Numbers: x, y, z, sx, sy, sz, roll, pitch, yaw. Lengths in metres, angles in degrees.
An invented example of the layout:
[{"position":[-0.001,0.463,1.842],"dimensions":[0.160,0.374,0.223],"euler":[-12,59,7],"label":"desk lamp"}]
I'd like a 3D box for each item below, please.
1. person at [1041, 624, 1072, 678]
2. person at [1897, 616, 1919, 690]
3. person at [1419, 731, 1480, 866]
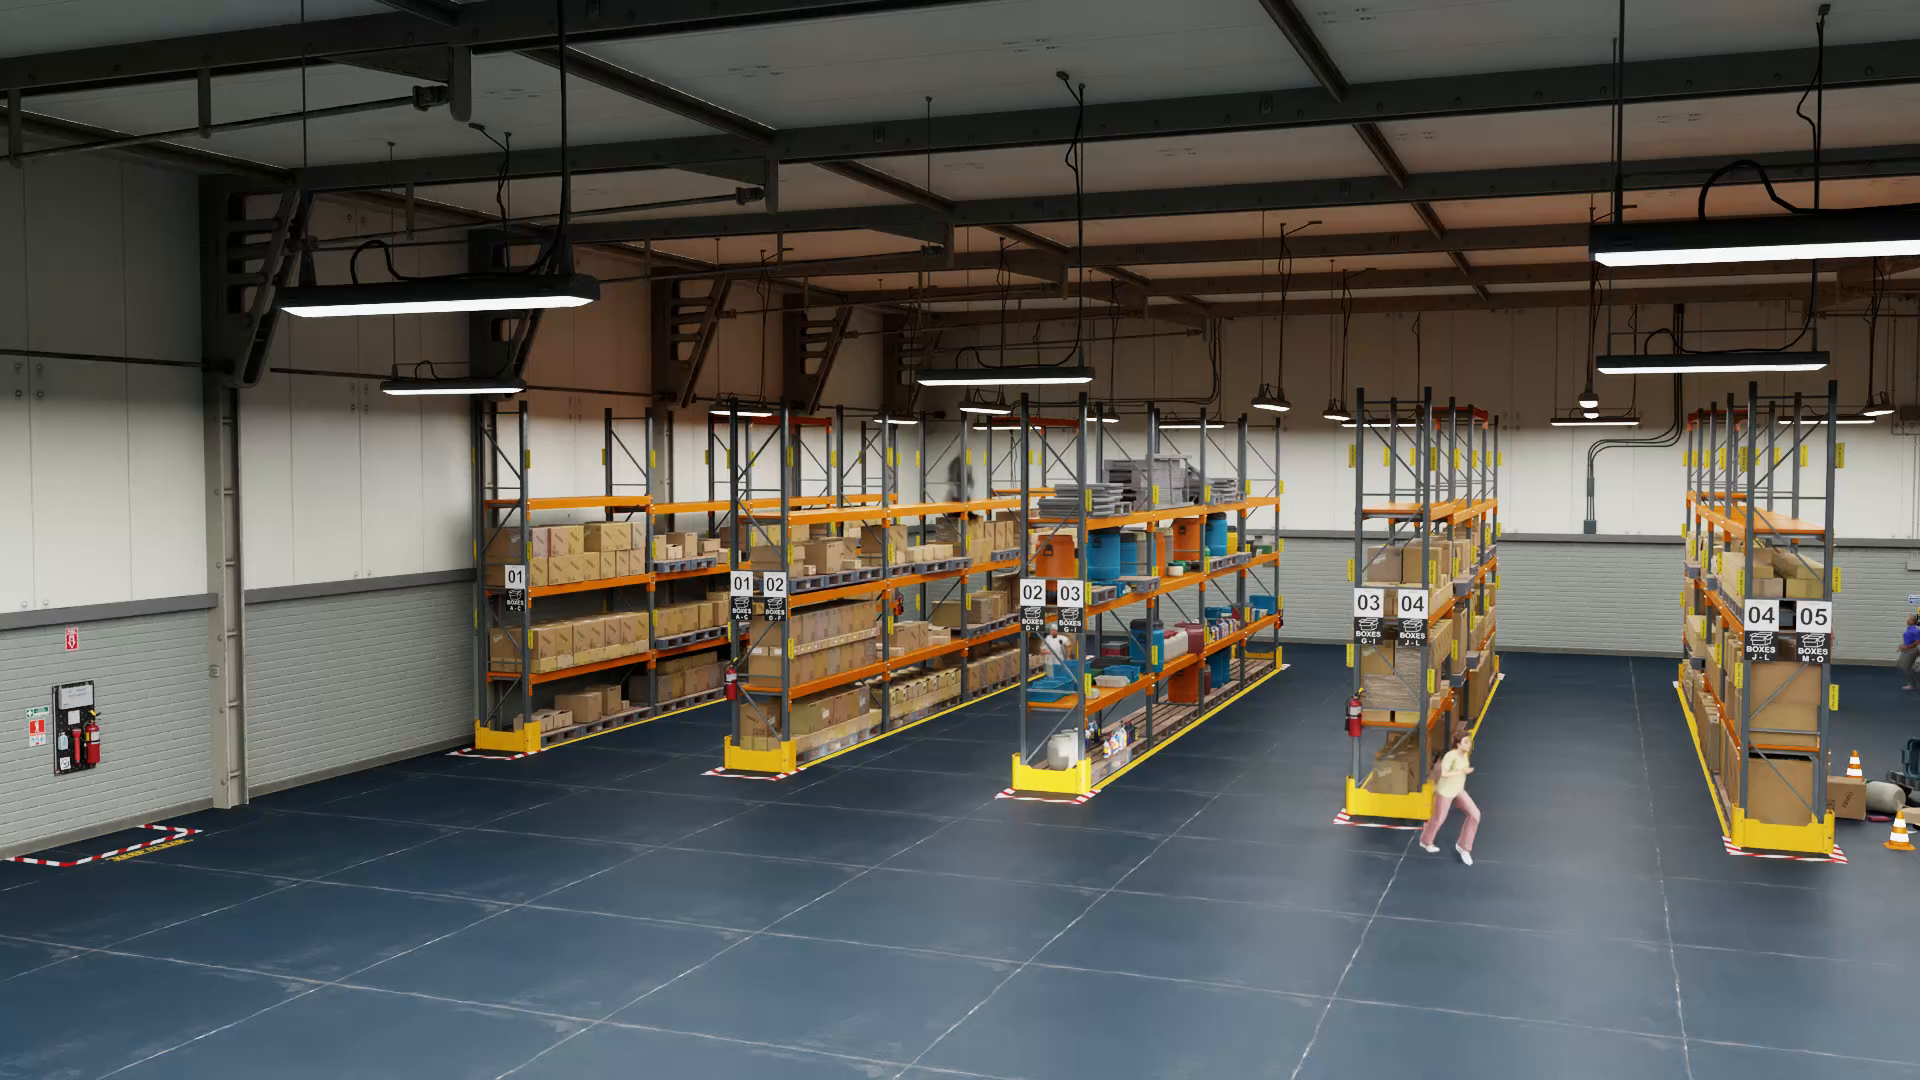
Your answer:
[{"position":[1.914,2.559,33.498],"dimensions":[0.553,1.758,0.778],"euler":[1,3,15],"label":"person"},{"position":[20.663,2.446,36.126],"dimensions":[0.562,1.609,0.587],"euler":[1,3,14],"label":"person"},{"position":[6.062,3.175,20.676],"dimensions":[0.569,1.650,0.891],"euler":[-2,3,-30],"label":"person"}]
